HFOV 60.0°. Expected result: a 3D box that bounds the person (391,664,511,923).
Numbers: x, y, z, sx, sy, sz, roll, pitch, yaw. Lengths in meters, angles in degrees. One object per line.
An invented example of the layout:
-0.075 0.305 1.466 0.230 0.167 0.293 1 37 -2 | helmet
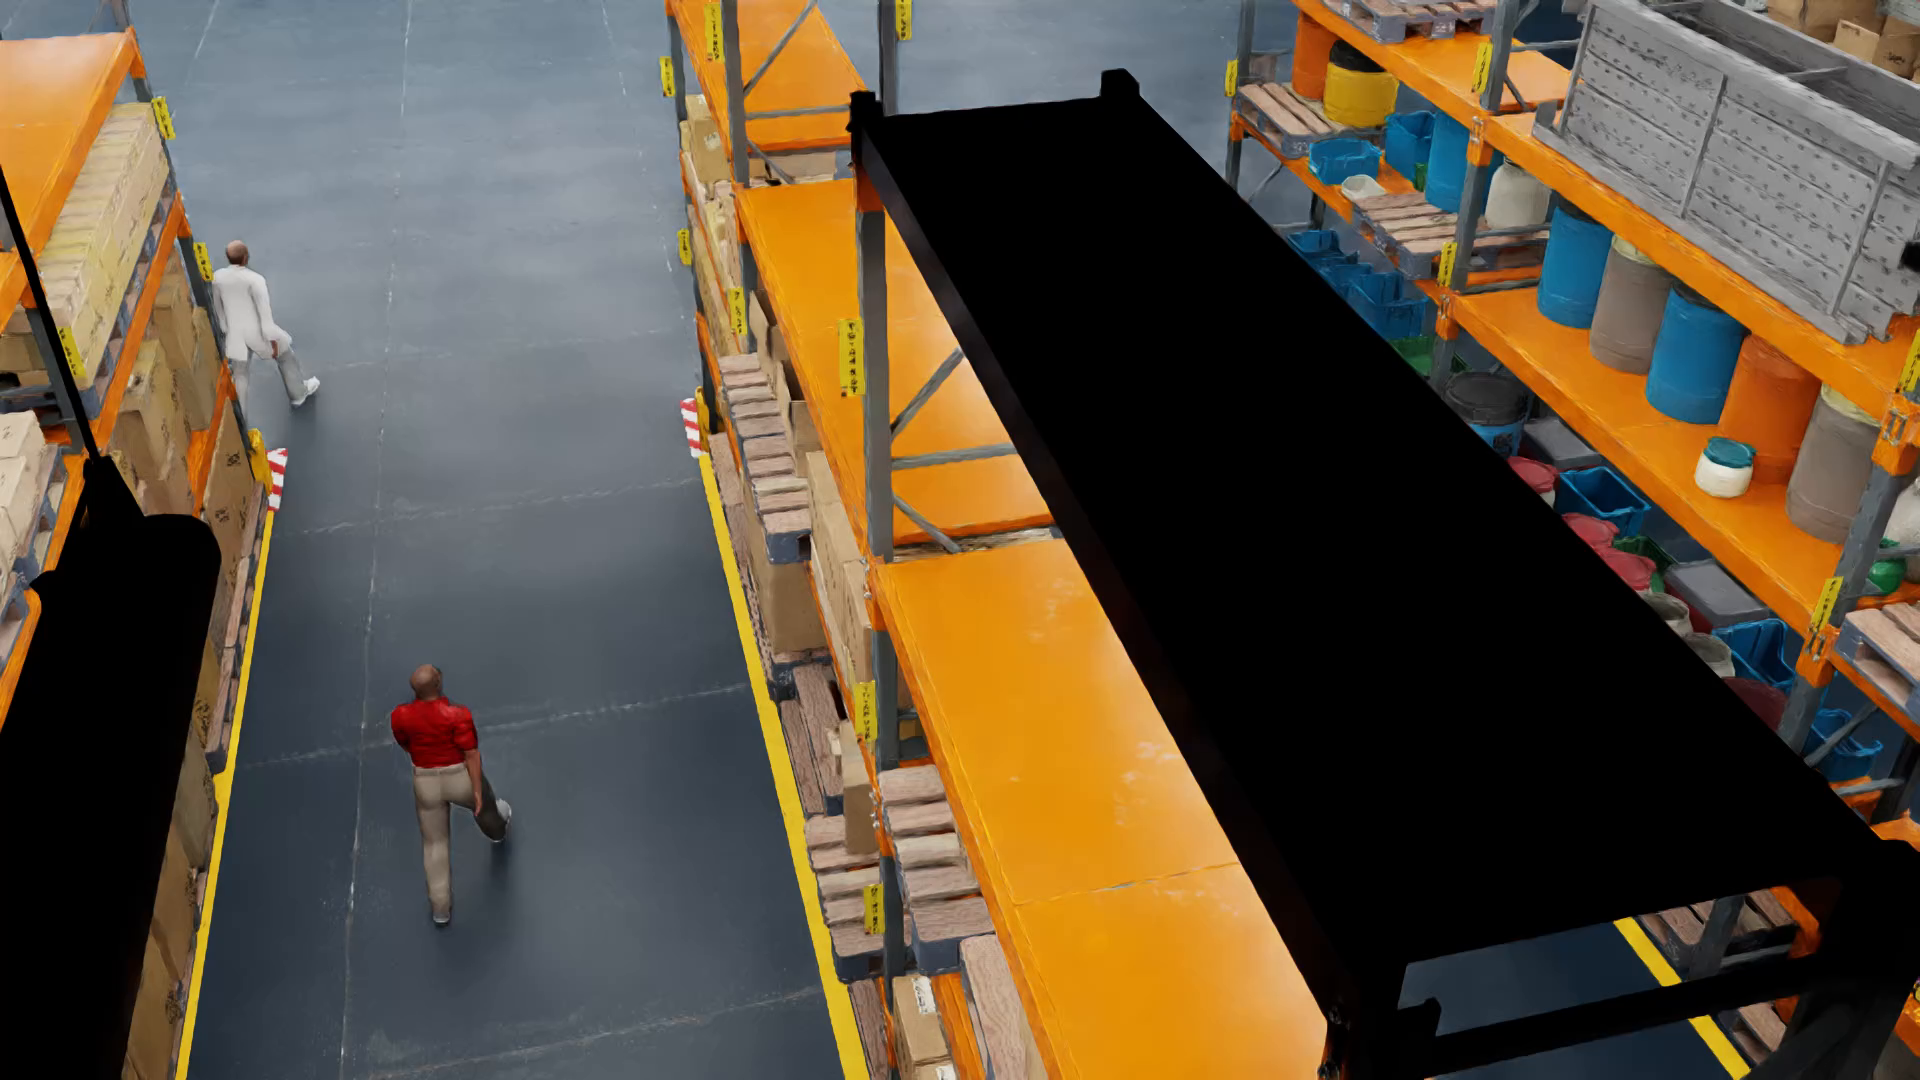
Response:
-3.236 1.465 10.461 0.533 1.658 1.040 -3 35 -5 | person

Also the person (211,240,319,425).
-6.555 -1.924 15.386 0.635 1.729 1.045 4 35 6 | person
